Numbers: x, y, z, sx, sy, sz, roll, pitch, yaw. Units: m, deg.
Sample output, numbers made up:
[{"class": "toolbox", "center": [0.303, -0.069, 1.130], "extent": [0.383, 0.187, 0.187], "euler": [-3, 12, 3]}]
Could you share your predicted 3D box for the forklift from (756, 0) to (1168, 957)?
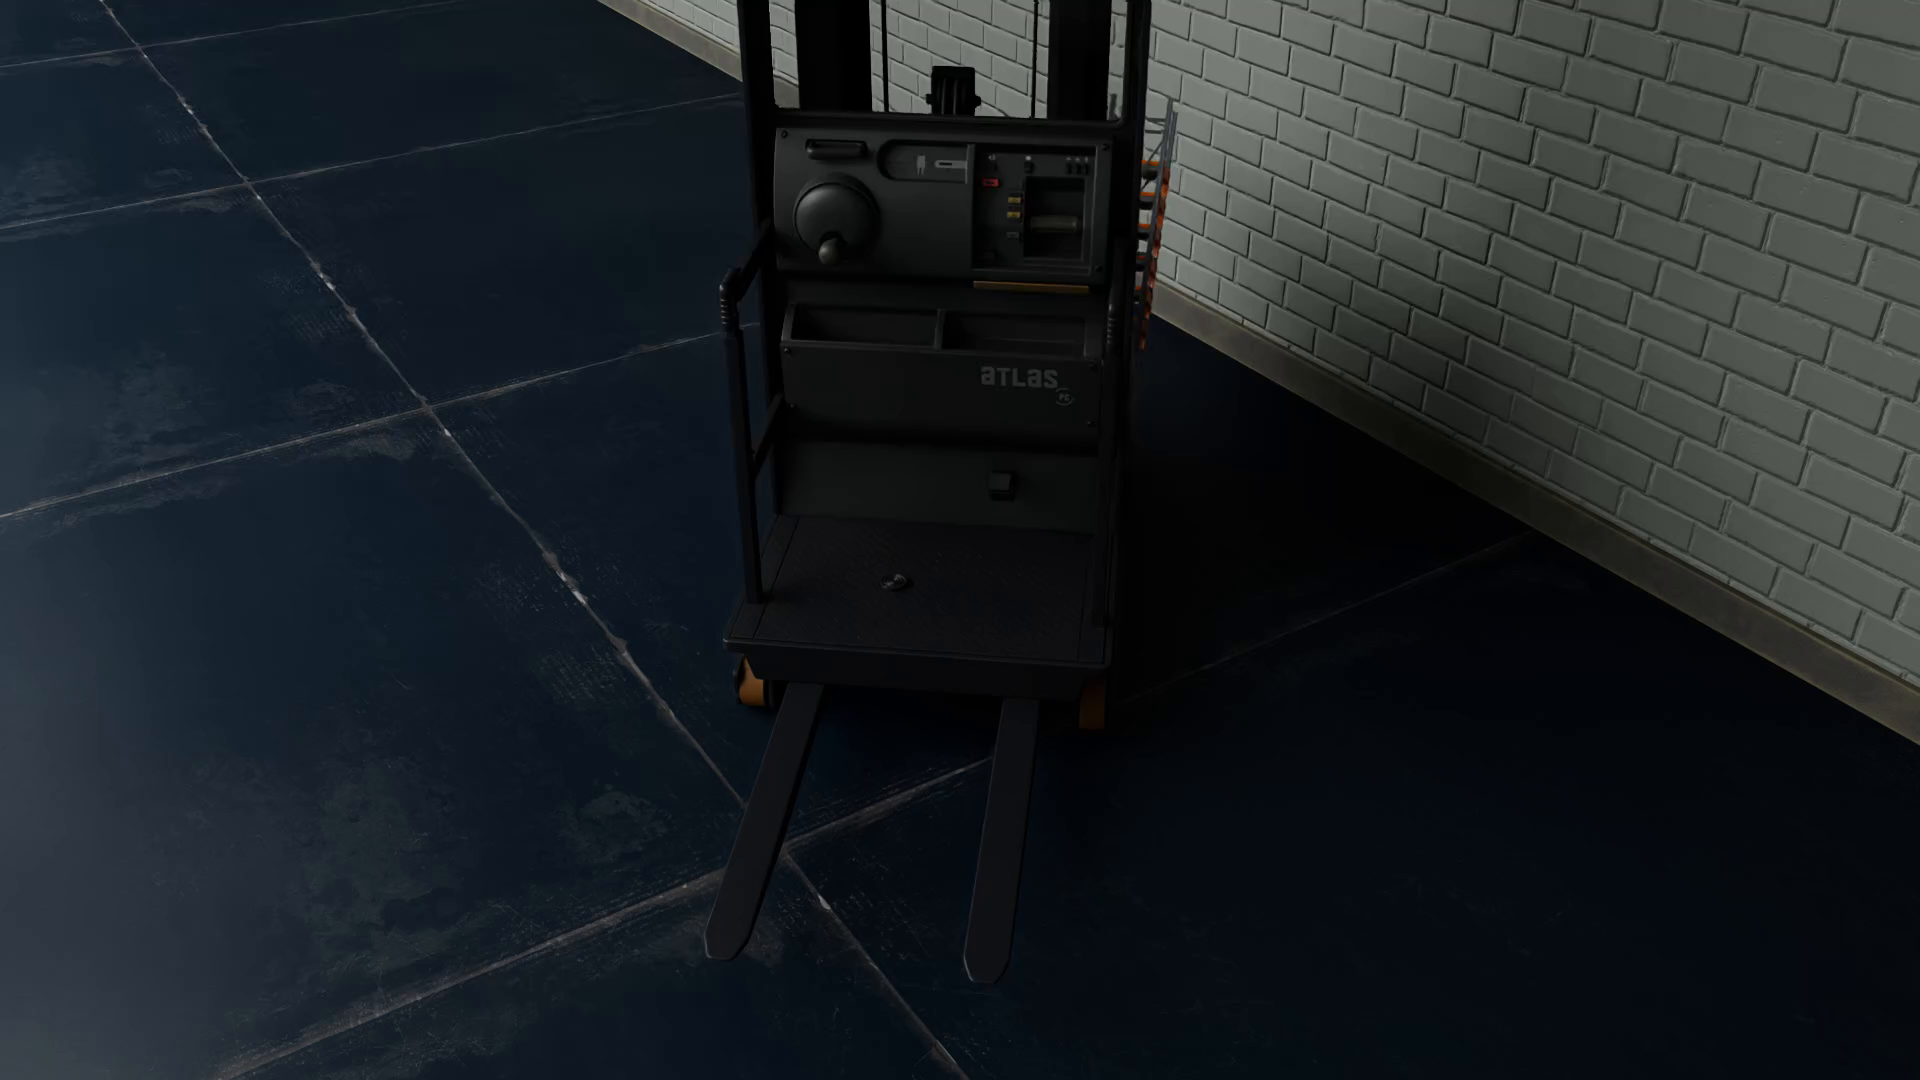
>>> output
[{"class": "forklift", "center": [0.011, -0.908, 4.442], "extent": [1.130, 2.935, 3.031], "euler": [-1, 32, -1]}]
